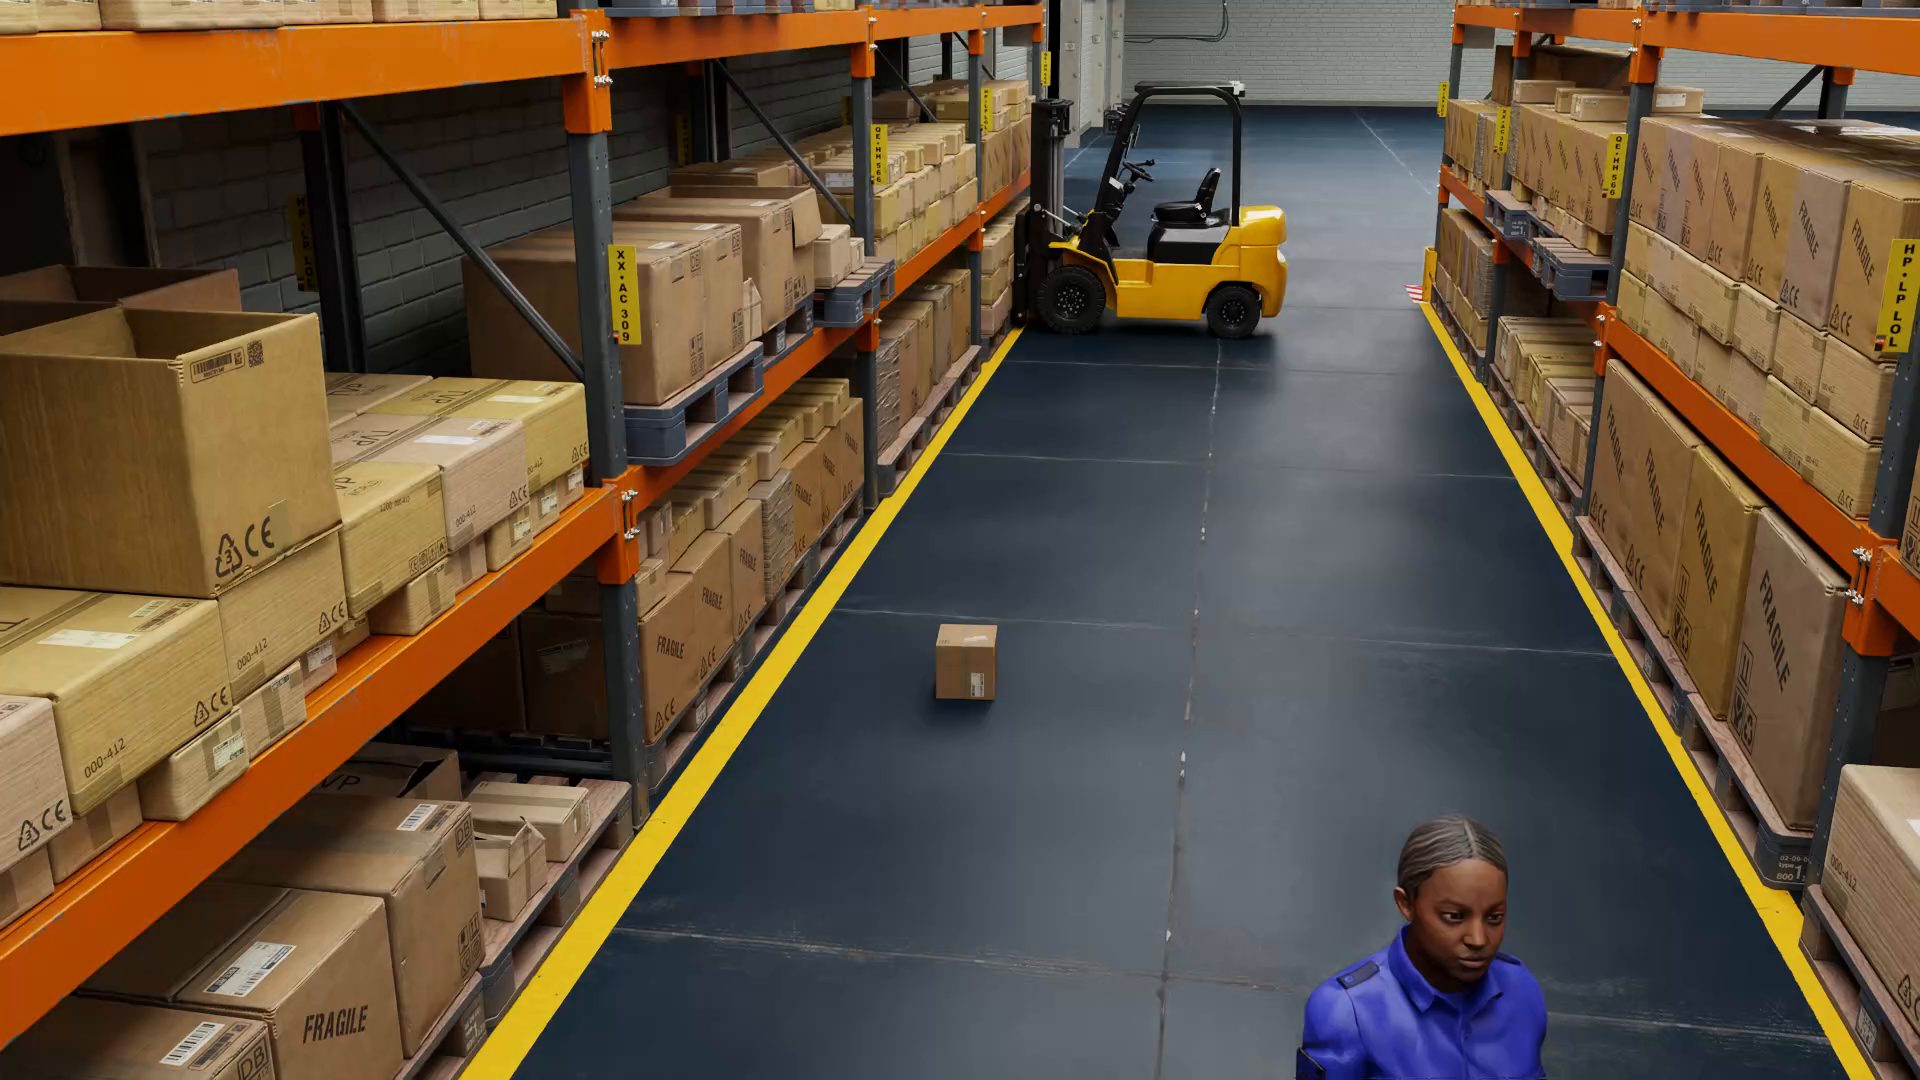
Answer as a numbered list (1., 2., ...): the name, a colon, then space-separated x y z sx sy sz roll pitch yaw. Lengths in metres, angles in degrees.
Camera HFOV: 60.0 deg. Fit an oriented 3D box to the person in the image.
1. person: 0.743 1.209 2.812 0.454 1.624 0.799 -4 18 -13
